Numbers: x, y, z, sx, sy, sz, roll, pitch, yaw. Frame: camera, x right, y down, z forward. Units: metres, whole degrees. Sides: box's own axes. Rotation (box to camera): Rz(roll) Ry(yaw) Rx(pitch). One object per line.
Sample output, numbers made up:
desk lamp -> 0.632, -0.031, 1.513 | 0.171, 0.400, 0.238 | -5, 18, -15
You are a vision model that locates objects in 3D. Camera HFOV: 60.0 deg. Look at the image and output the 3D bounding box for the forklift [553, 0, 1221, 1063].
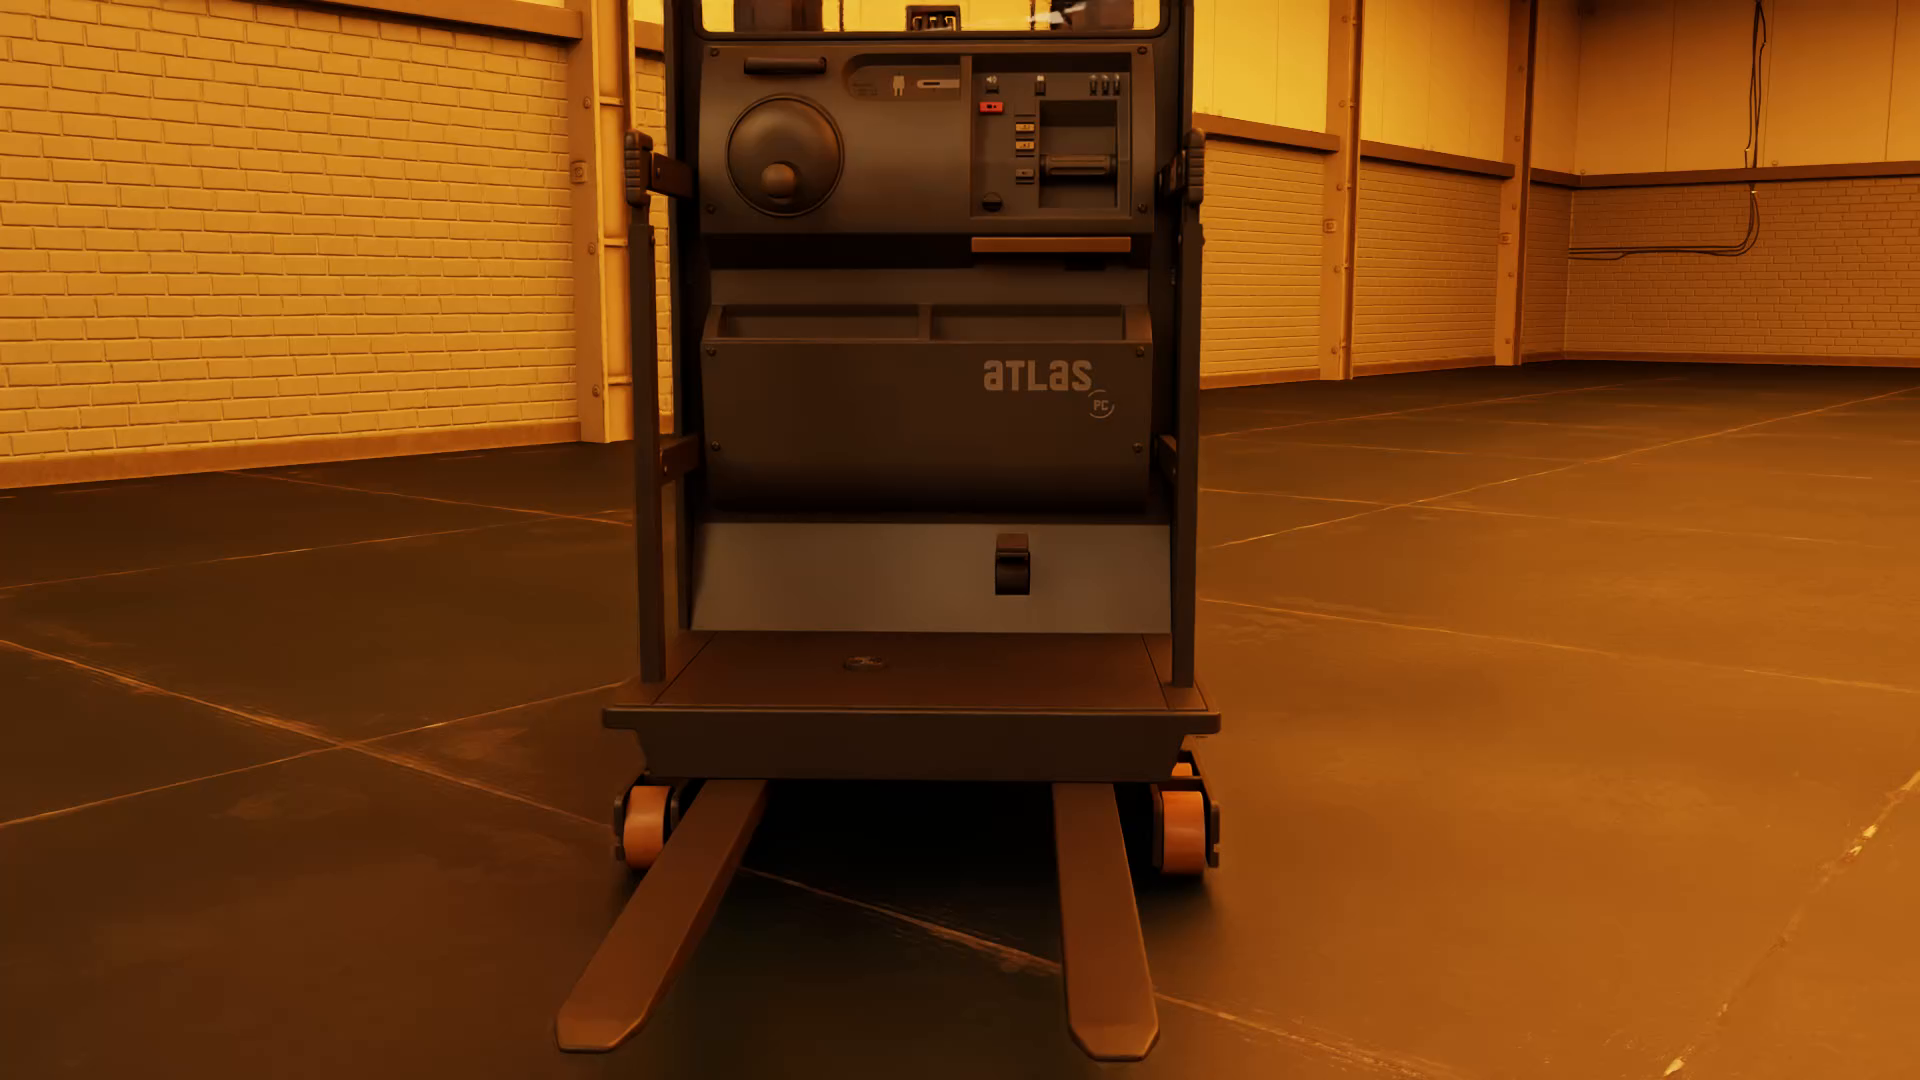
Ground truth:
forklift -> -0.073, -0.867, 3.205 | 1.130, 2.935, 3.031 | 0, 8, 2
